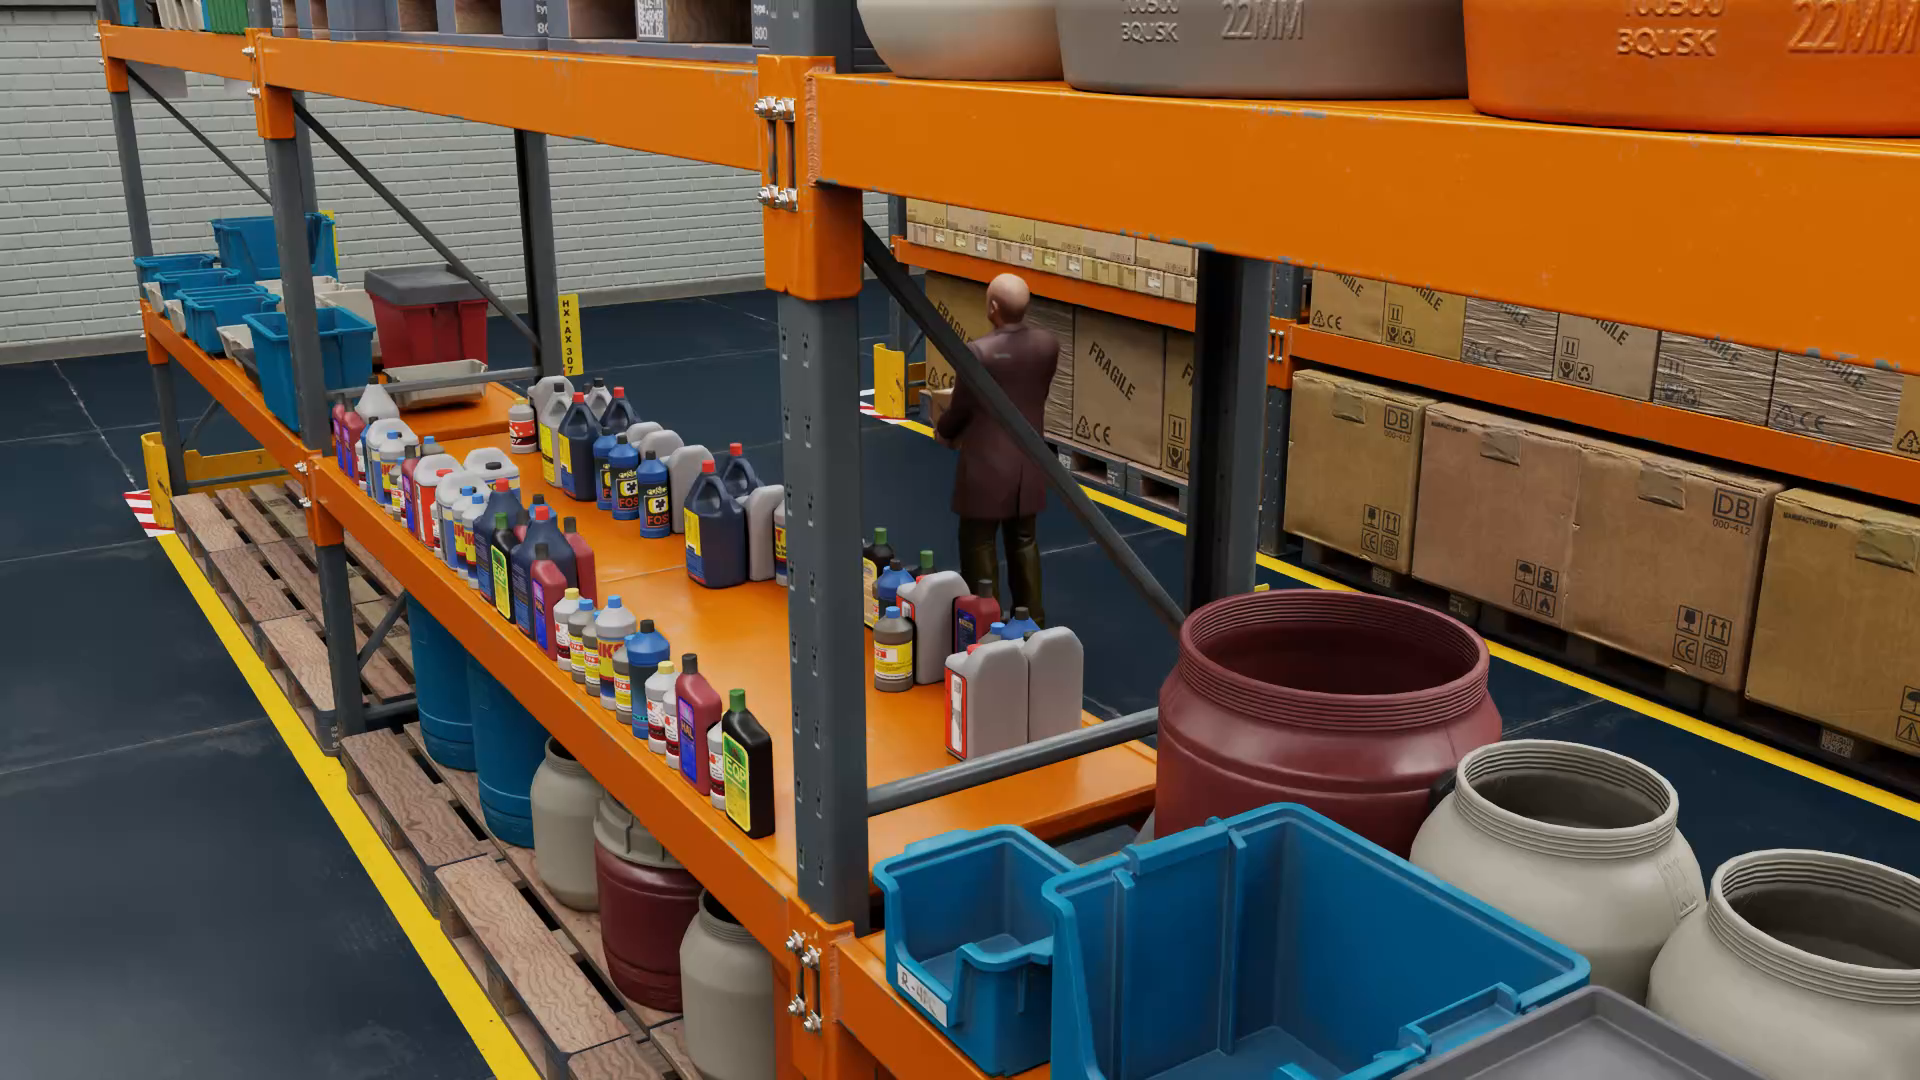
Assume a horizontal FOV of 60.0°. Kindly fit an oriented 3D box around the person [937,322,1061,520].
[{"bbox_3d":[0.162,-0.579,7.639,0.533,0.905,0.466,-11,21,-32],"label":"person"}]
